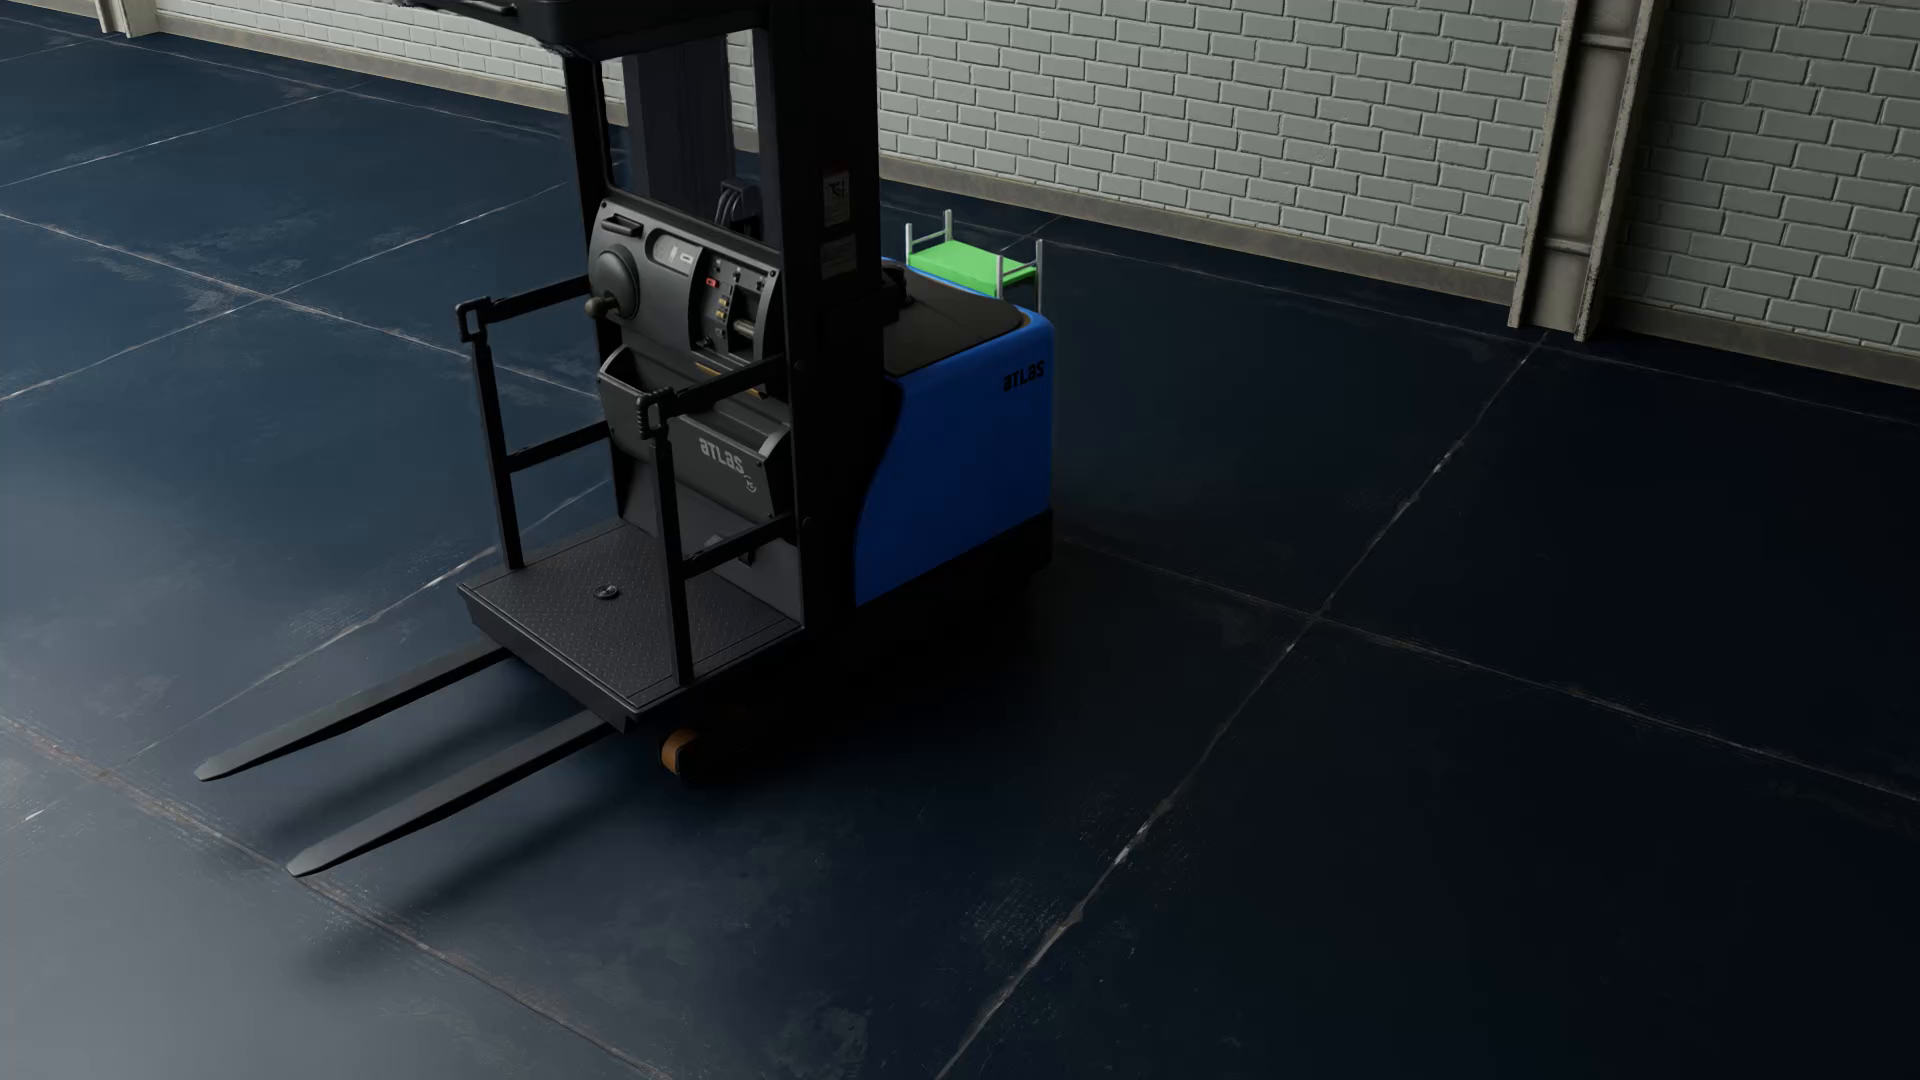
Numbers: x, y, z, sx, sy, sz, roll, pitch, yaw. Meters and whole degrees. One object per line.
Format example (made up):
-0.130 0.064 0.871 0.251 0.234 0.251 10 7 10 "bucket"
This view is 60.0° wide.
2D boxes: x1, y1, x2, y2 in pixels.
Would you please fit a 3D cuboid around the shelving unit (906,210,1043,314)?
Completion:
0.052 -0.667 6.703 0.503 1.200 0.258 26 39 37 "shelving unit"

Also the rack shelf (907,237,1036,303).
0.052 -1.027 6.493 0.480 0.148 0.258 26 39 37 "rack shelf"

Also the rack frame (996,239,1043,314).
0.226 -0.581 6.555 0.015 1.200 0.240 26 39 37 "rack frame"

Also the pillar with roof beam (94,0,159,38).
-9.352 -6.392 8.777 0.400 9.000 9.100 18 35 27 "pillar with roof beam"

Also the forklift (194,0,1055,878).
-1.040 -0.783 5.183 1.130 2.935 3.031 27 40 38 "forklift"

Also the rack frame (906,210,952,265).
-0.123 -0.753 6.851 0.015 1.200 0.240 26 39 37 "rack frame"

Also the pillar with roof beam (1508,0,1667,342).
0.812 -3.178 3.266 0.400 9.000 9.100 18 35 27 "pillar with roof beam"
